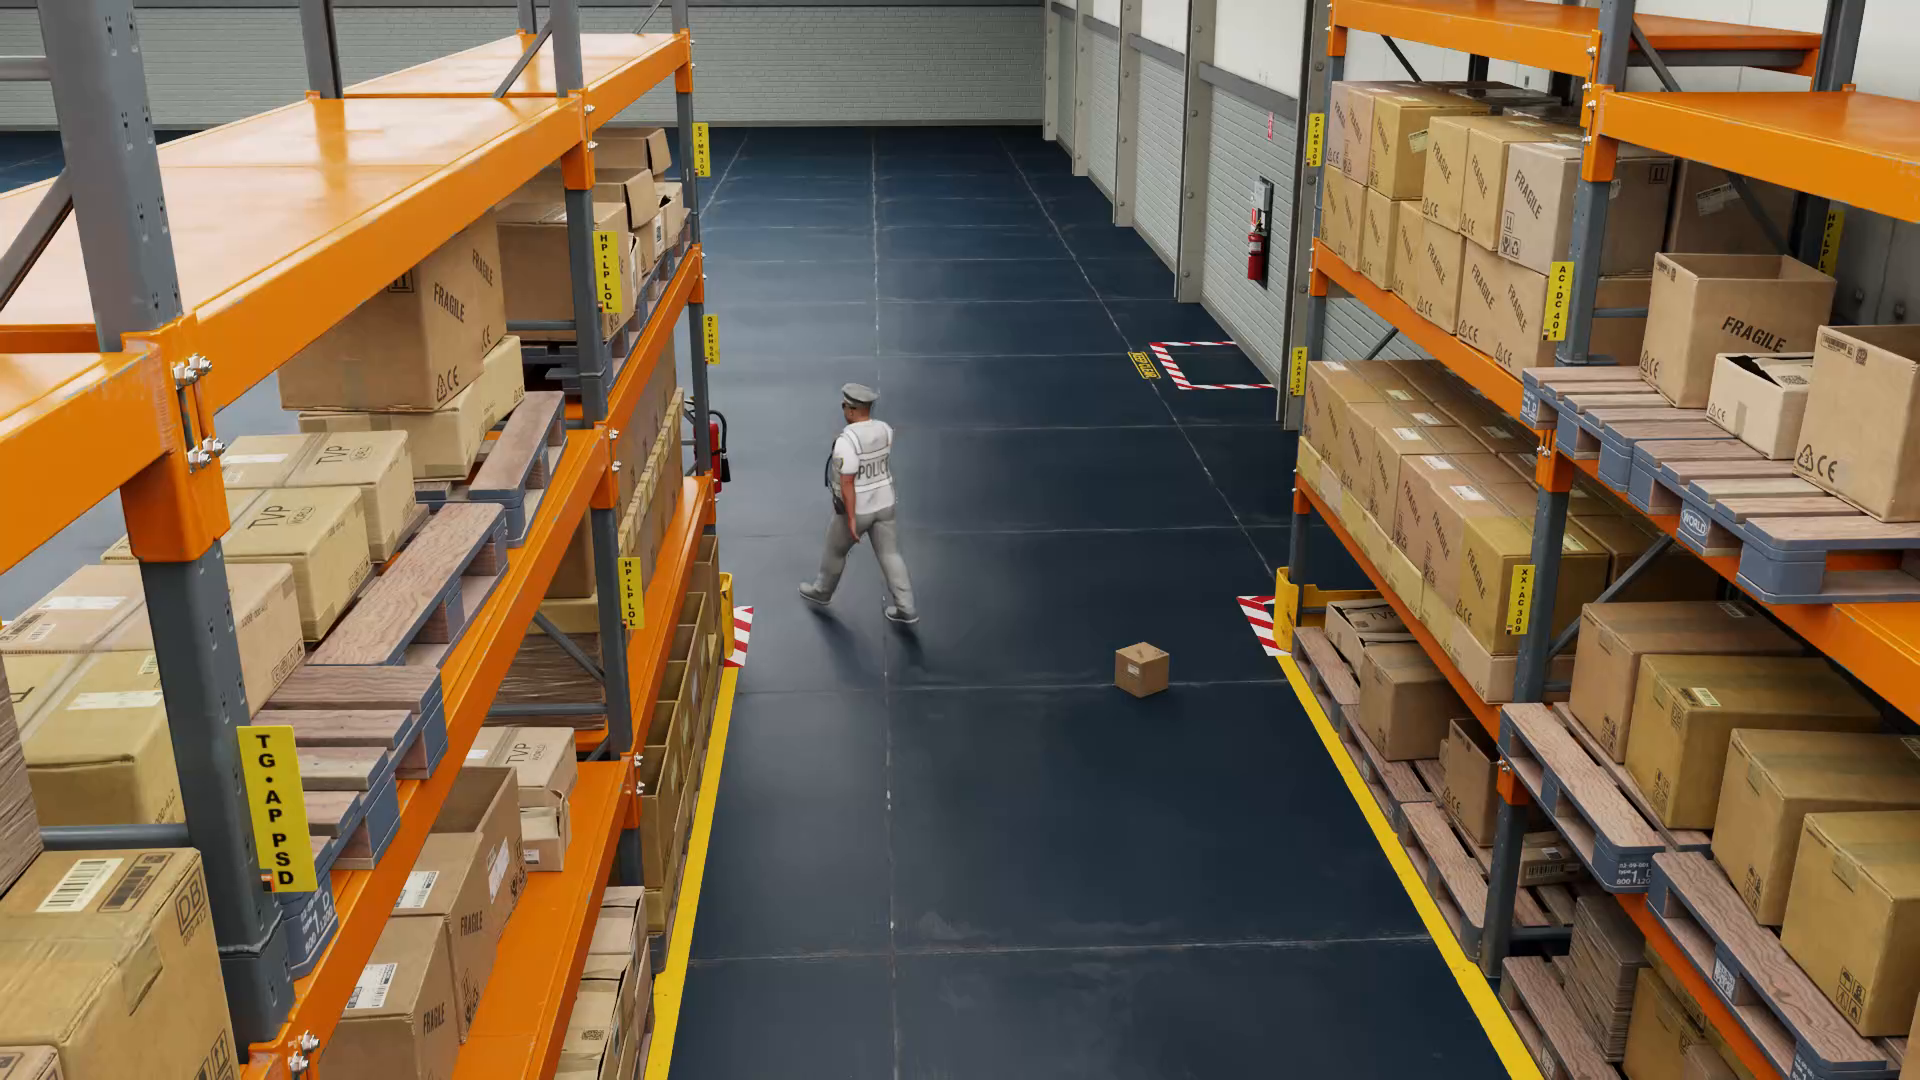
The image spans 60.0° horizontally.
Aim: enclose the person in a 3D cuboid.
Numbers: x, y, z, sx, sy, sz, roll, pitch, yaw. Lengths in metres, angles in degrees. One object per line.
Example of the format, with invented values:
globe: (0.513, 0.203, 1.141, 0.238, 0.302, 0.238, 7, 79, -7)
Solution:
person: (-0.736, -0.288, 11.796, 0.537, 1.698, 1.073, -17, 26, -38)
